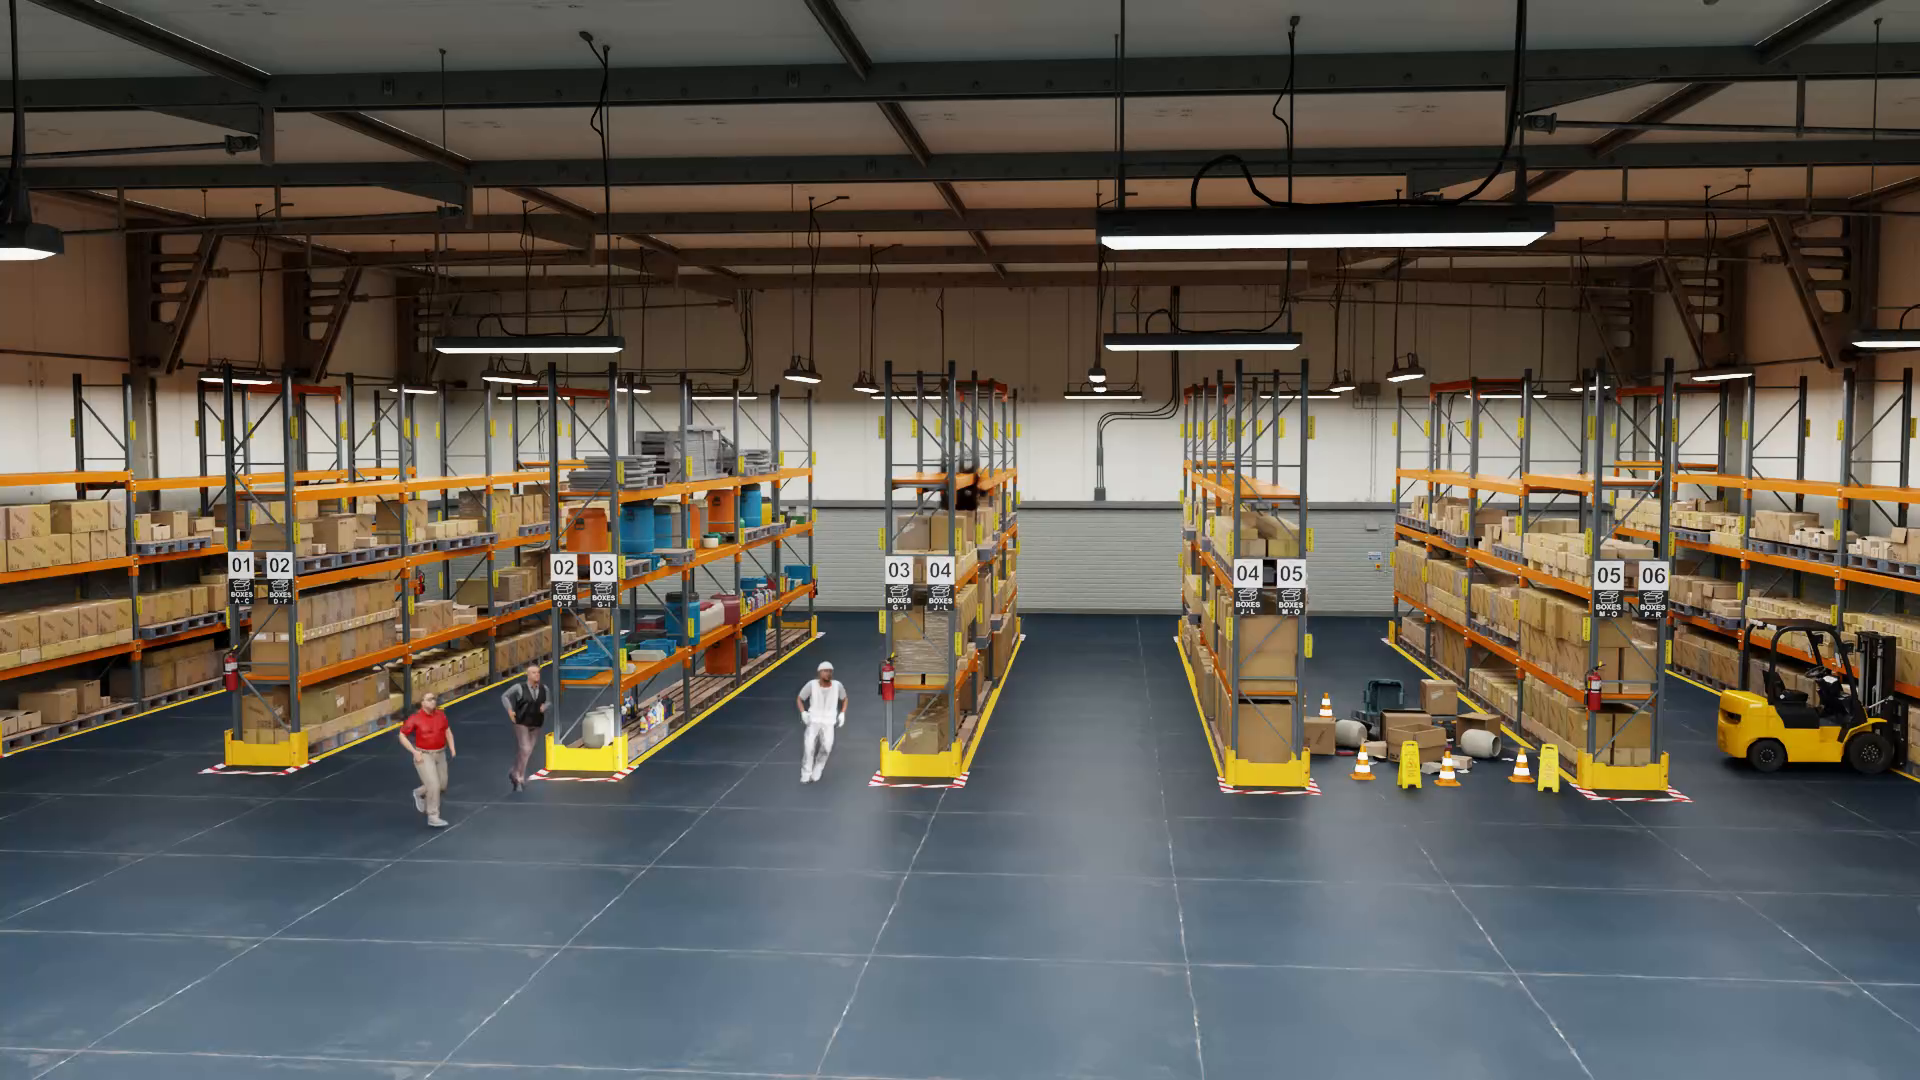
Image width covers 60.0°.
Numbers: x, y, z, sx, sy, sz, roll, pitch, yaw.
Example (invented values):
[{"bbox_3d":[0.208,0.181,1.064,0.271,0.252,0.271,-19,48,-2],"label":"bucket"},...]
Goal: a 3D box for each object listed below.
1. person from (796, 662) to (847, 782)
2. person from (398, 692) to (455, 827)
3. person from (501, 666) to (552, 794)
[{"bbox_3d":[-1.949,2.590,23.565,0.745,1.716,0.556,-1,4,-8],"label":"person"},{"bbox_3d":[-6.767,2.762,21.132,0.771,1.680,0.699,3,5,36],"label":"person"},{"bbox_3d":[-6.066,2.641,23.328,0.688,1.764,0.727,-3,5,-42],"label":"person"}]
